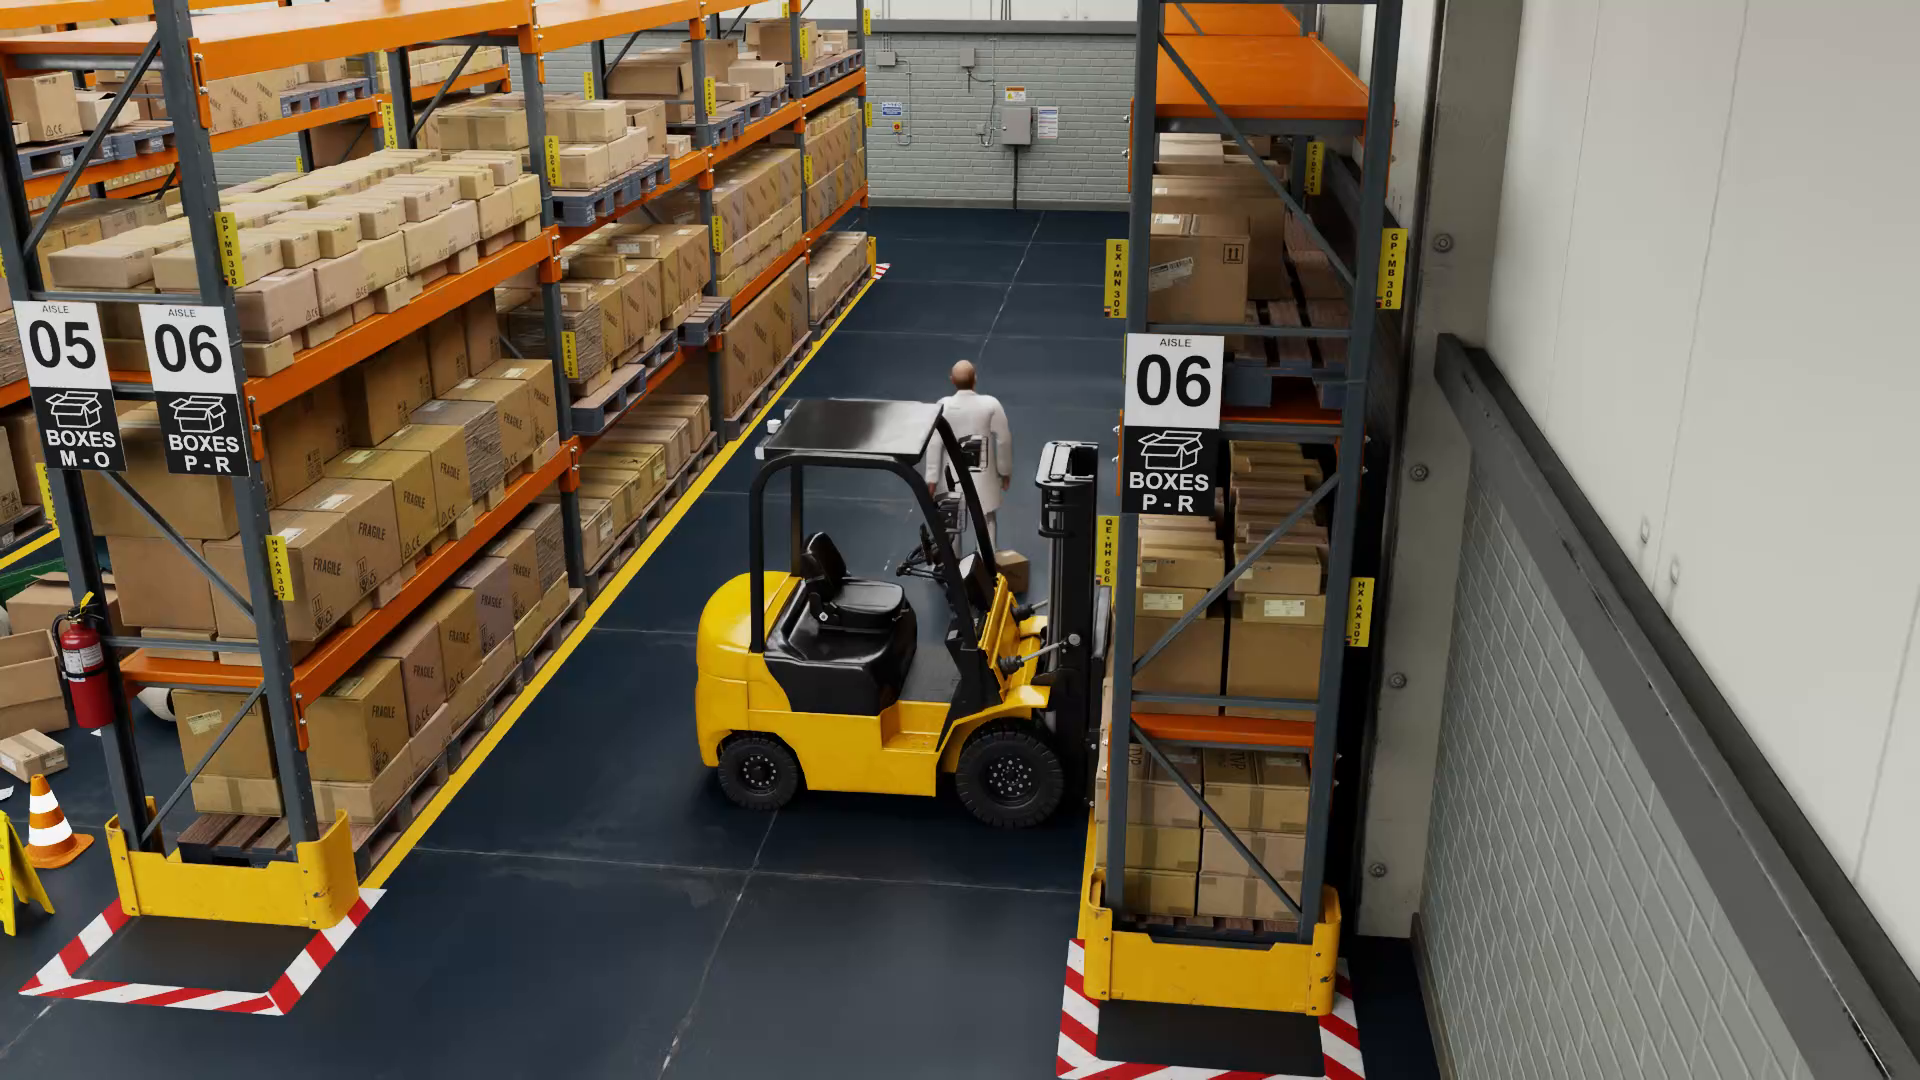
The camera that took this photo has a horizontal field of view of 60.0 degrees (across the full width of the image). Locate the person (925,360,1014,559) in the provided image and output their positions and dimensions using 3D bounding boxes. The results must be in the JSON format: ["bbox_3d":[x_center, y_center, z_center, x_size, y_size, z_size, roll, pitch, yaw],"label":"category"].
[{"bbox_3d":[0.072,-0.426,12.193,0.652,1.751,0.771,0,21,0],"label":"person"}]
